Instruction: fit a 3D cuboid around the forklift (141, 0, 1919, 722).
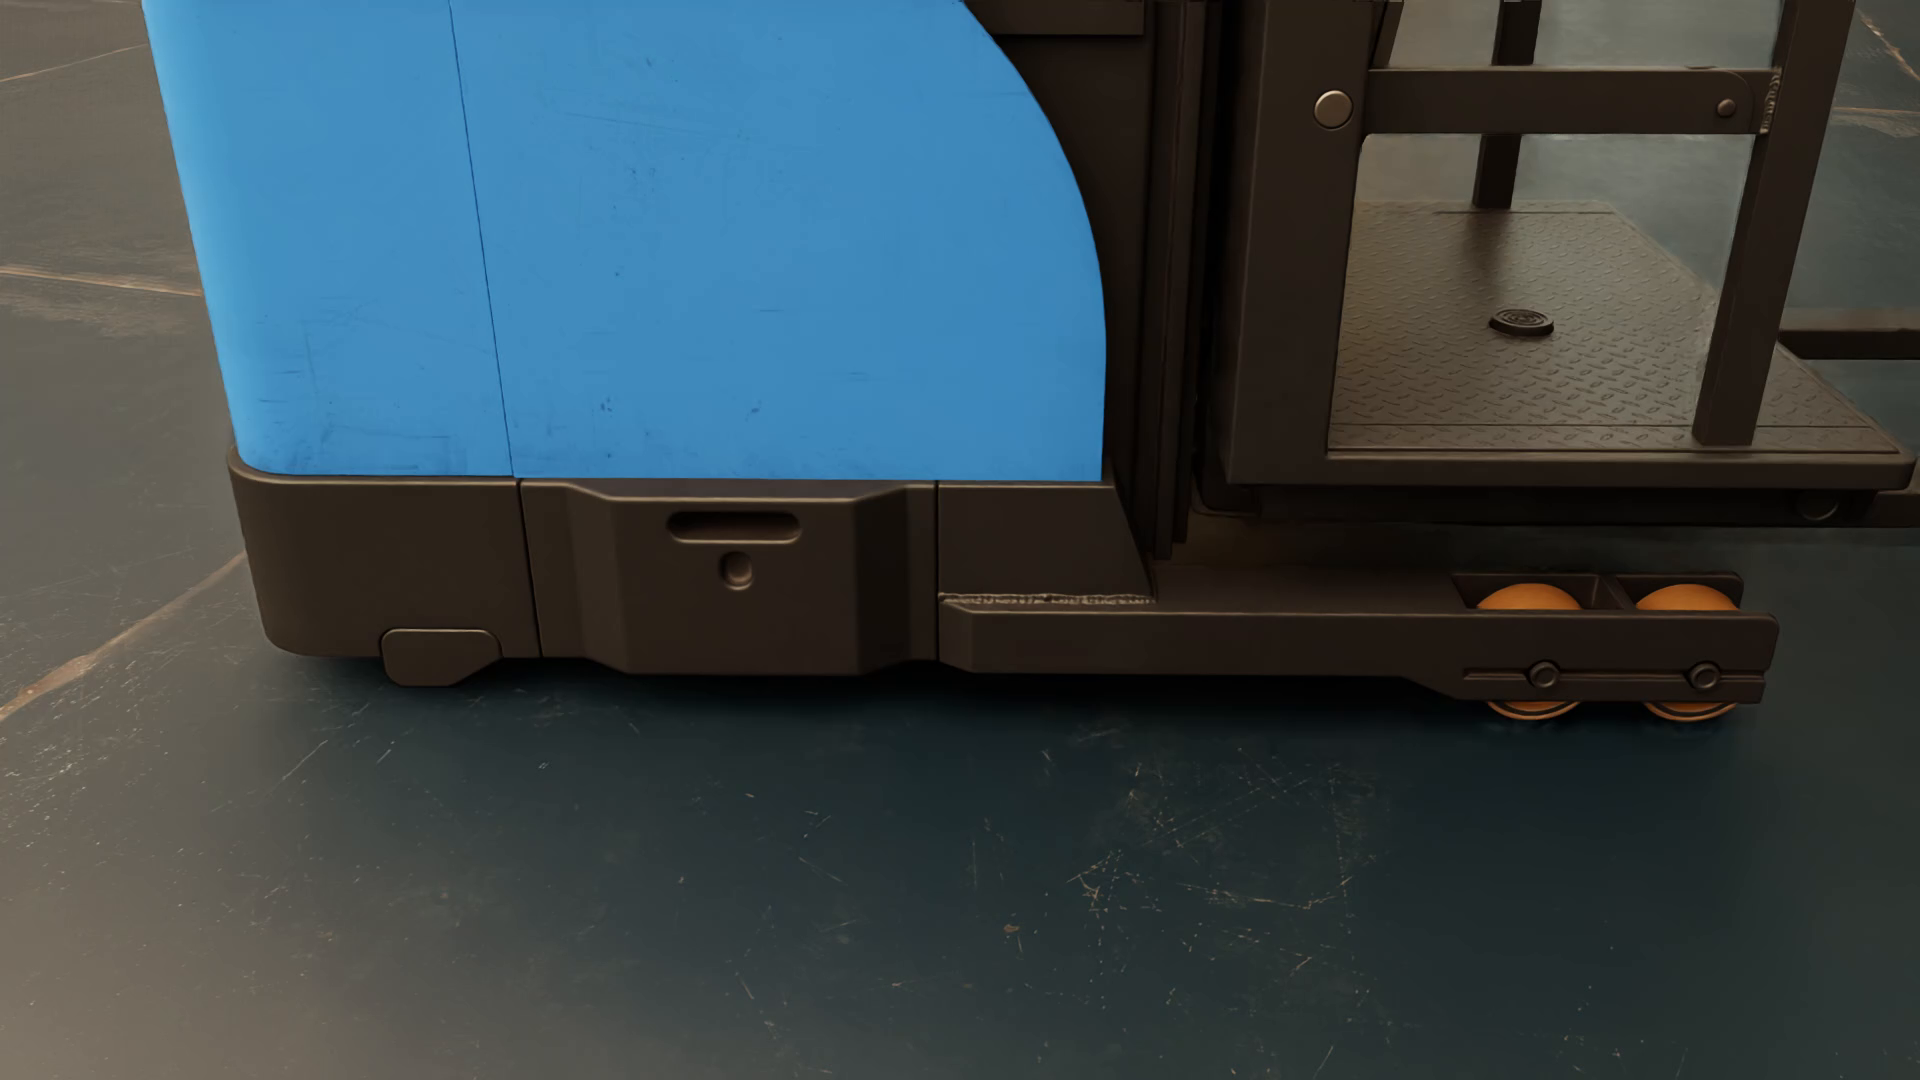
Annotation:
[{"bbox_3d":[0.626,-1.325,1.873,3.031,2.935,1.130,0,27,1],"label":"forklift"}]
